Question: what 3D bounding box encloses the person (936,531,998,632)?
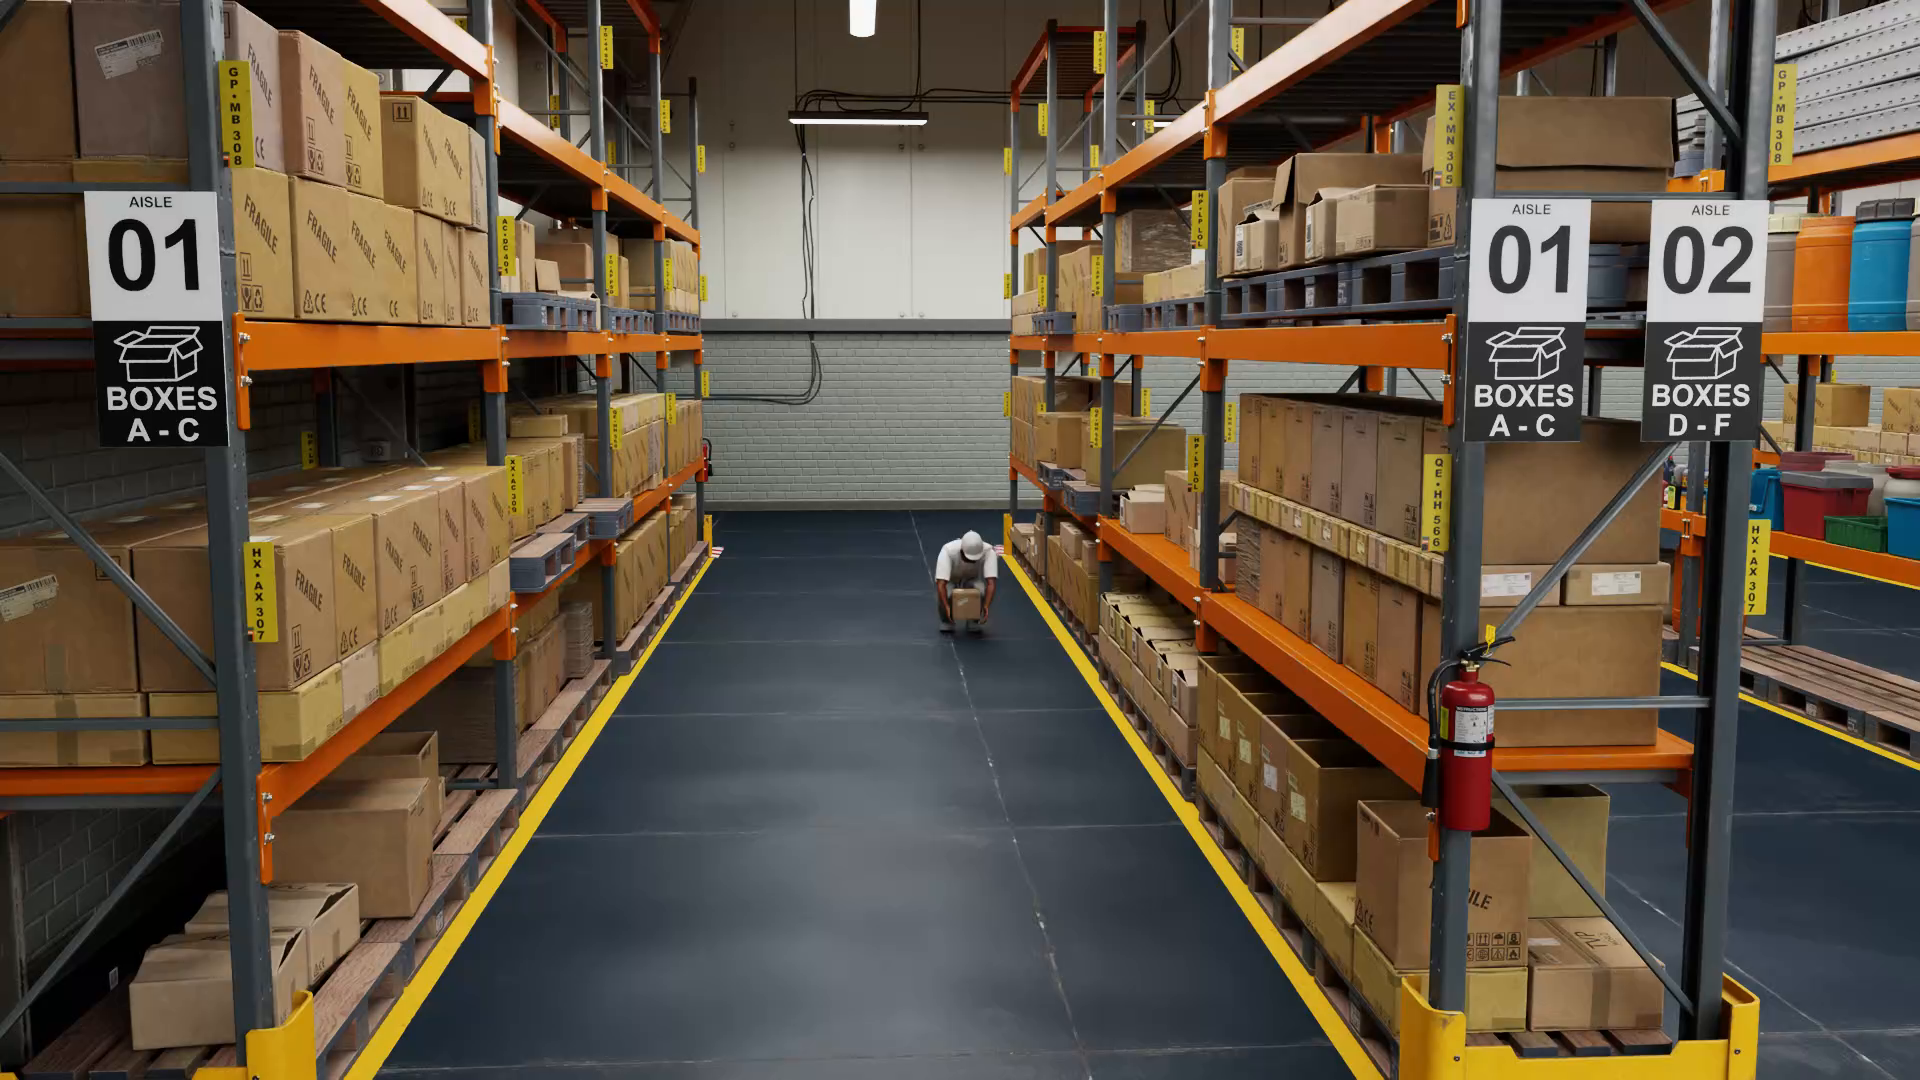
[{"bbox_3d":[0.054,0.382,15.696,0.586,1.001,0.894,-1,7,-5],"label":"person"}]
